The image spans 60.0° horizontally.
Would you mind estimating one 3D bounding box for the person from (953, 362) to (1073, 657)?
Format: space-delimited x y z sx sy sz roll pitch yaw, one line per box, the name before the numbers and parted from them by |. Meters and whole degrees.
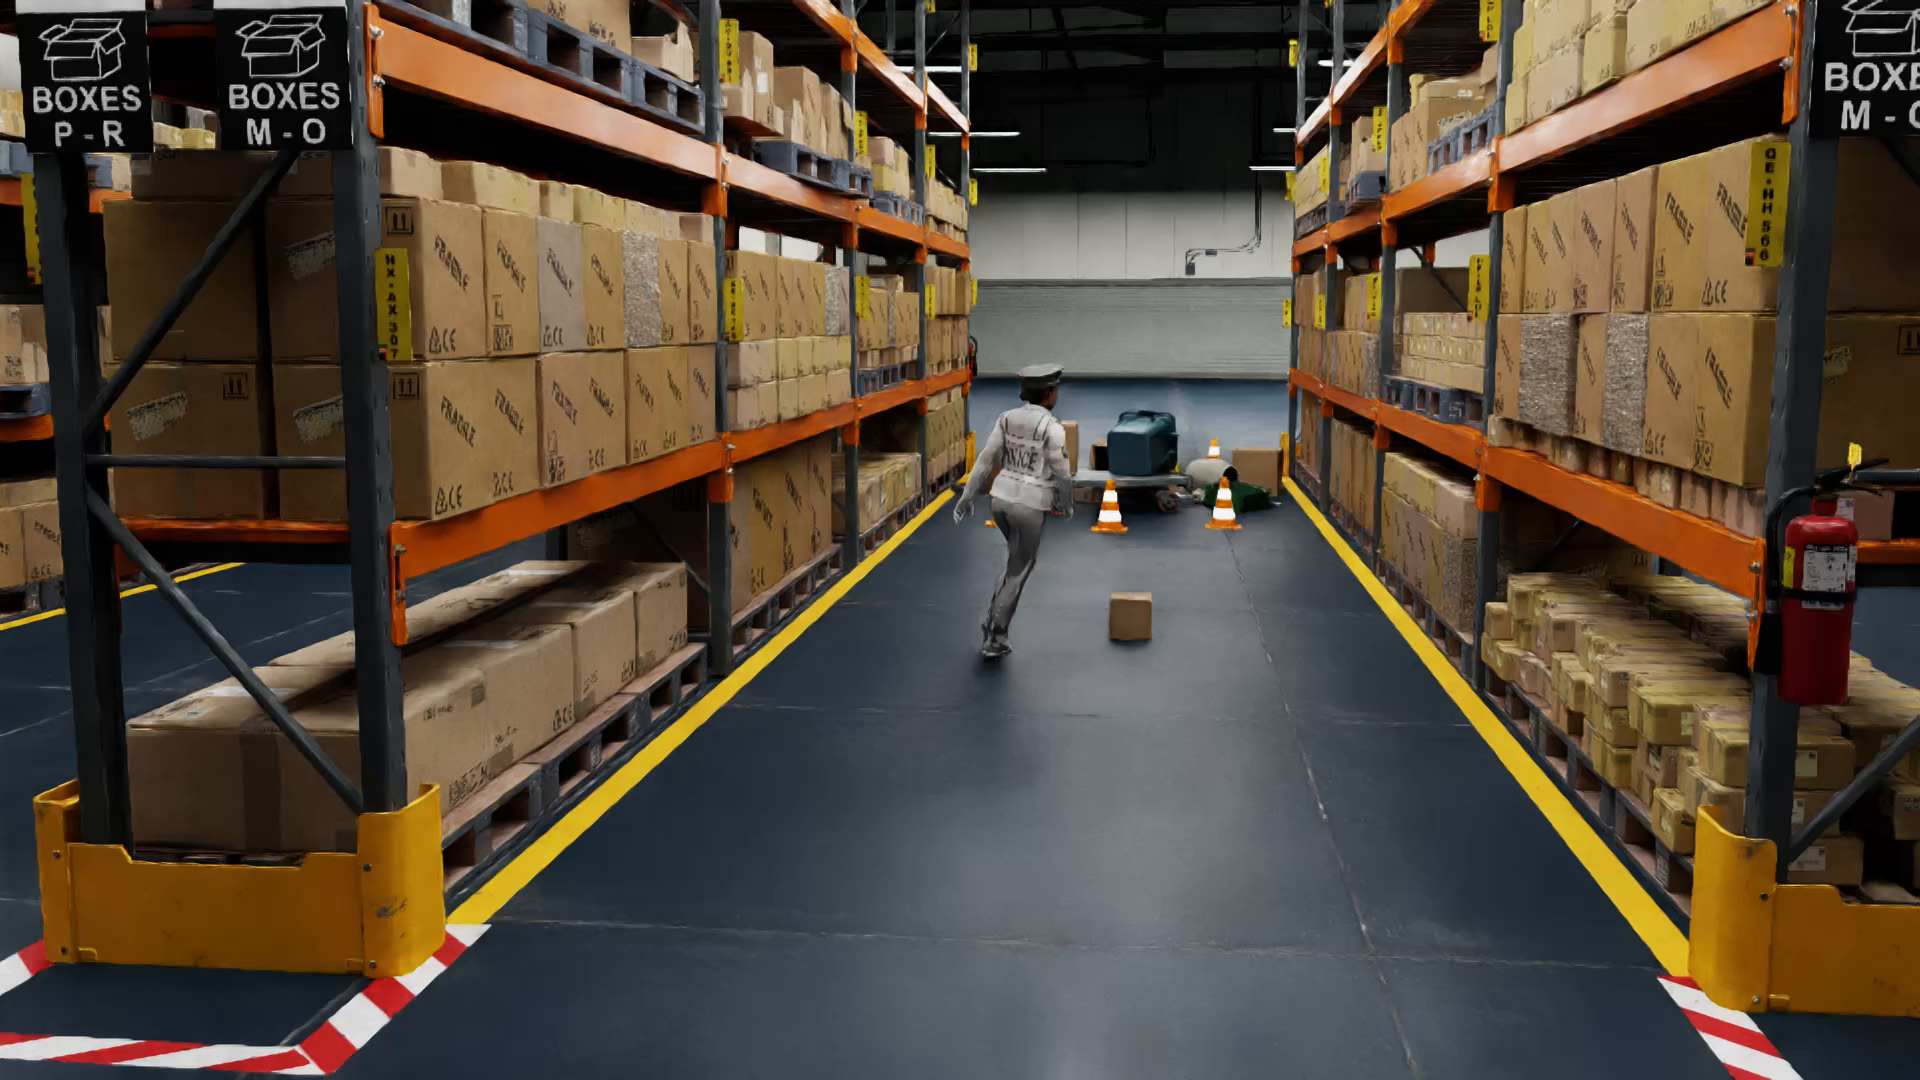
person | 0.352 -0.162 9.344 0.674 1.669 0.488 7 10 43
